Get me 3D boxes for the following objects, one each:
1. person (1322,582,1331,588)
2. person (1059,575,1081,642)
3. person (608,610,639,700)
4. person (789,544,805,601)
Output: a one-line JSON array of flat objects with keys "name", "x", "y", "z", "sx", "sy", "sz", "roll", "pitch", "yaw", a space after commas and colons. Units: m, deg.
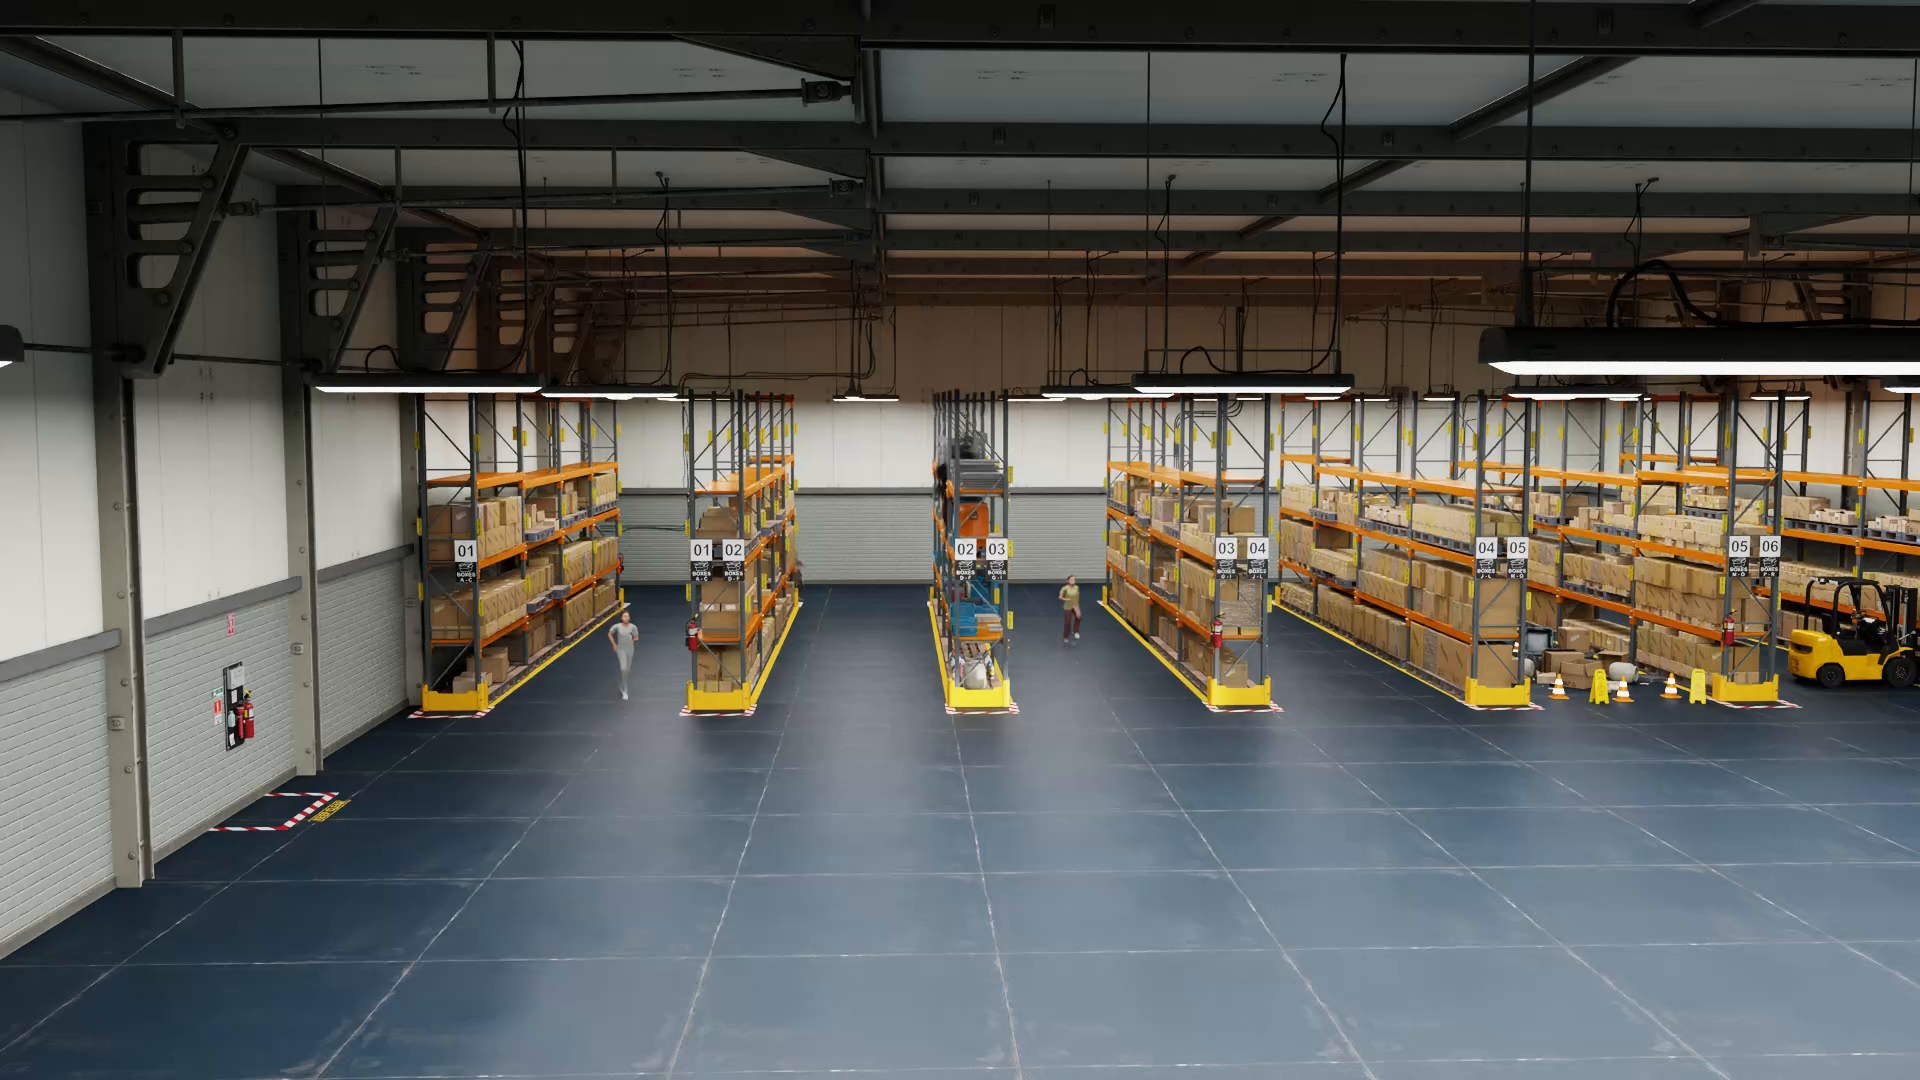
[{"name": "person", "x": 10.542, "y": 0.979, "z": 48.566, "sx": 0.707, "sy": 1.609, "sz": 0.607, "roll": 4, "pitch": 6, "yaw": 38}, {"name": "person", "x": 2.607, "y": 1.641, "z": 39.414, "sx": 0.561, "sy": 1.641, "sz": 0.855, "roll": -1, "pitch": 5, "yaw": -12}, {"name": "person", "x": -6.569, "y": 2.234, "z": 32.589, "sx": 0.550, "sy": 1.729, "sz": 0.780, "roll": -3, "pitch": 5, "yaw": -29}, {"name": "person", "x": -4.885, "y": 0.925, "z": 48.395, "sx": 0.689, "sy": 1.725, "sz": 0.747, "roll": 1, "pitch": 5, "yaw": 15}]
